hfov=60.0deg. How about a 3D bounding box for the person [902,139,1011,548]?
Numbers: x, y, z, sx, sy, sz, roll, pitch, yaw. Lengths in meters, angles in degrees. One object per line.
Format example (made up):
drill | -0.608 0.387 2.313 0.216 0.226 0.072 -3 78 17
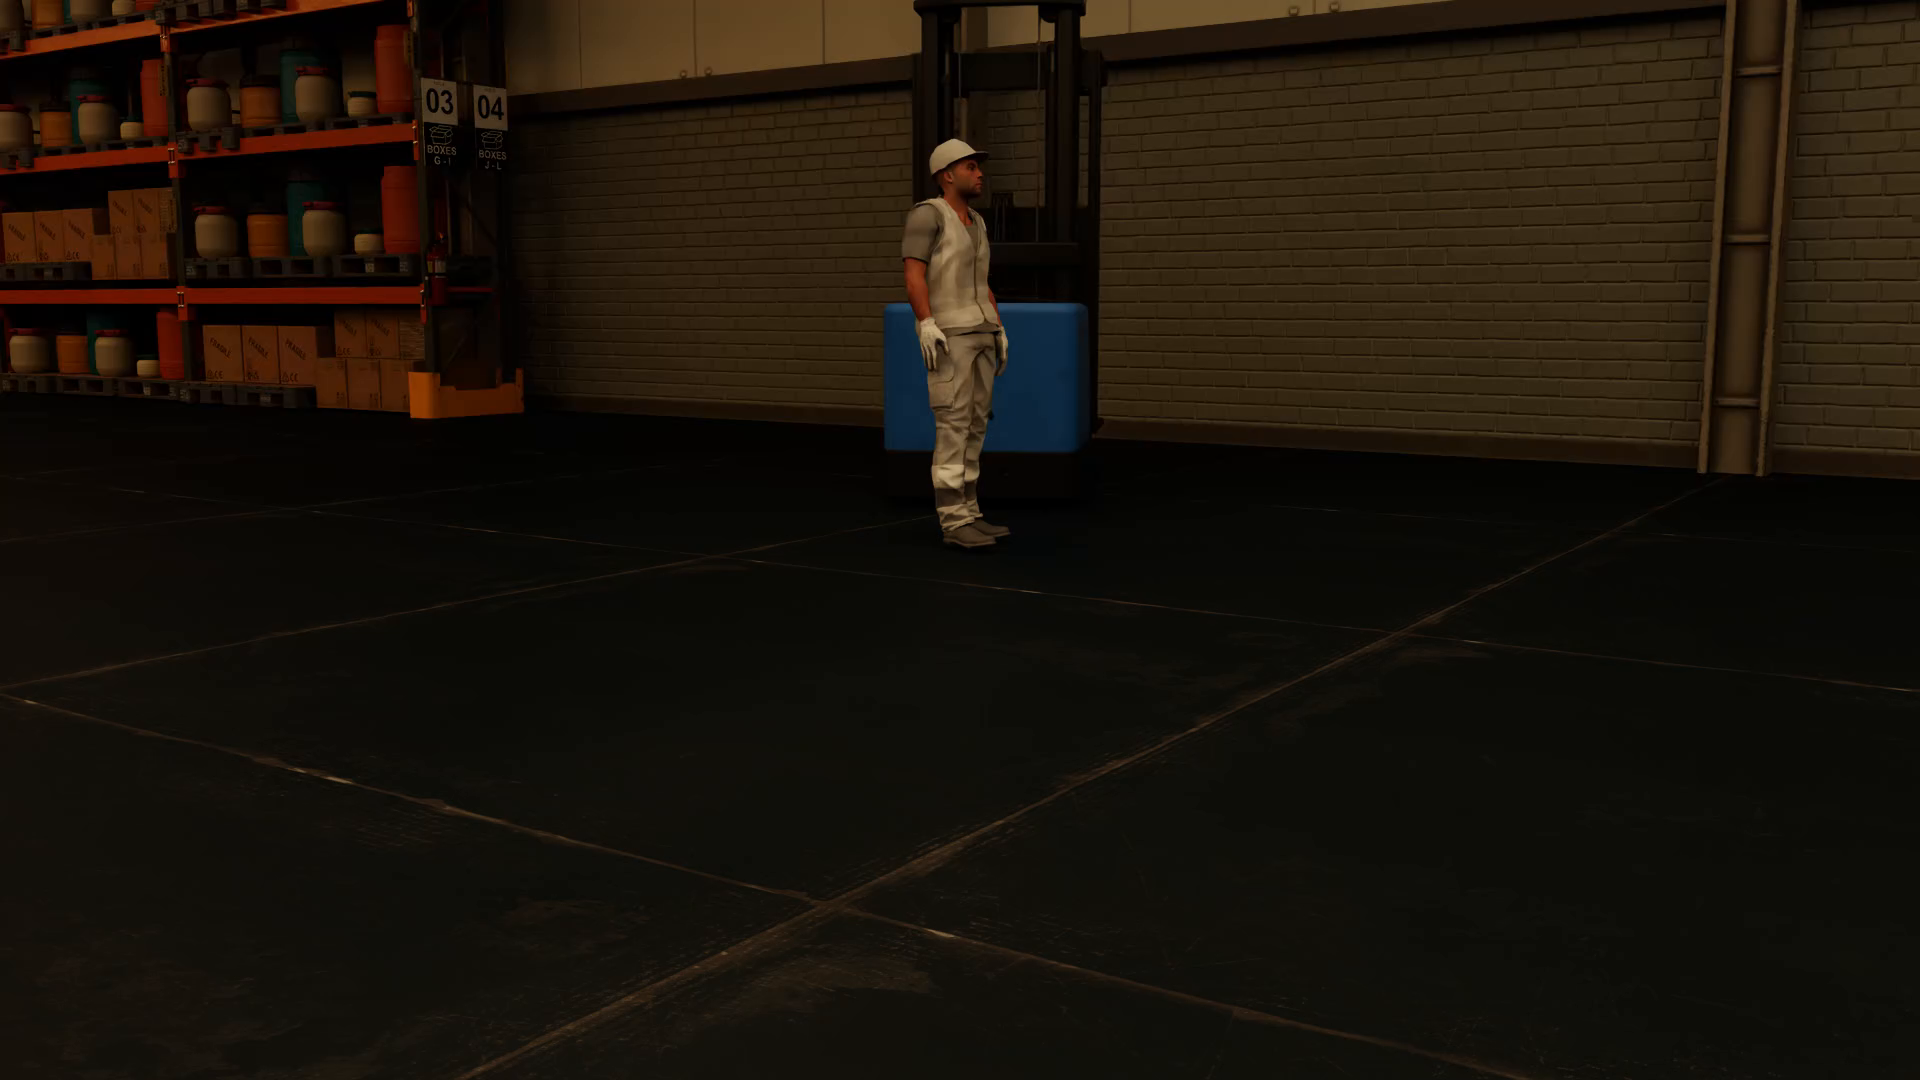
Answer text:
person | 0.061 -0.885 7.423 0.561 1.790 0.638 5 10 34

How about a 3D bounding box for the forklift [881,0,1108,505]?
forklift | 0.302 -1.810 9.923 1.130 2.935 3.031 1 8 8
